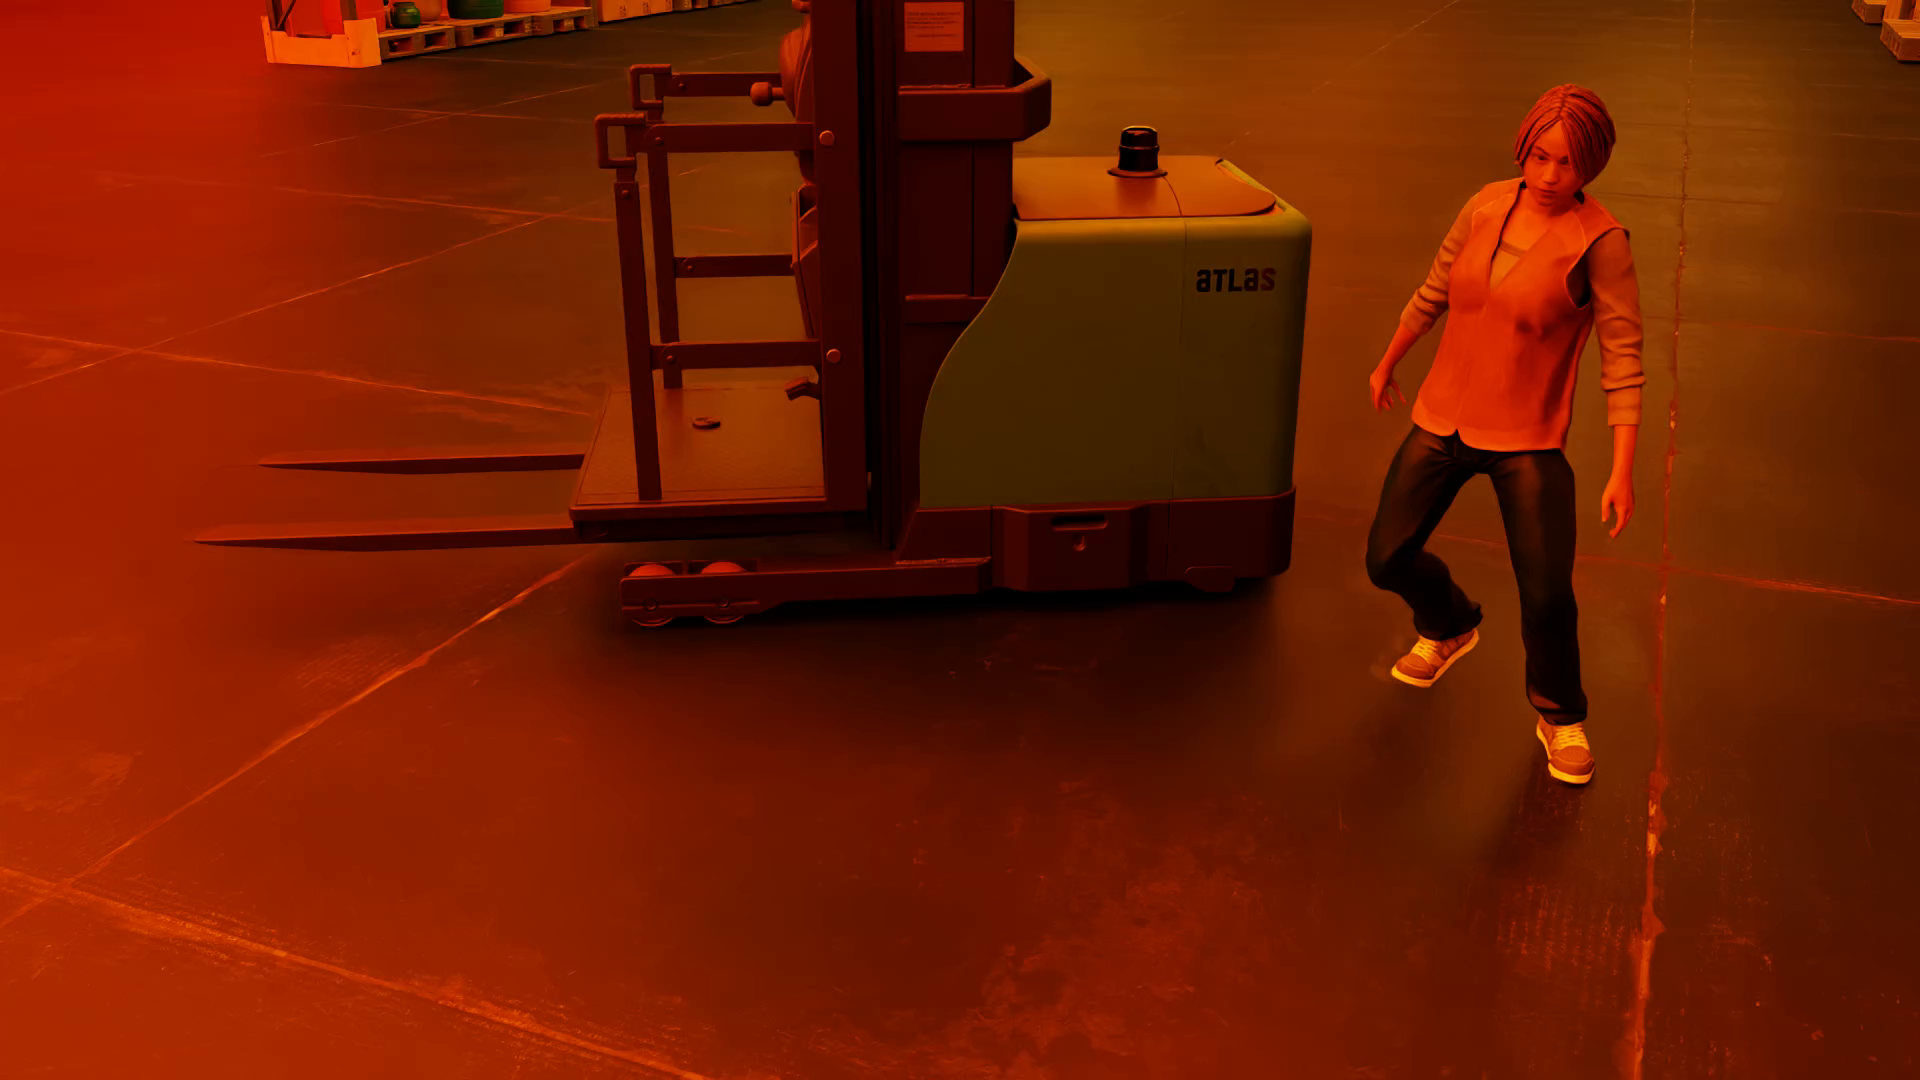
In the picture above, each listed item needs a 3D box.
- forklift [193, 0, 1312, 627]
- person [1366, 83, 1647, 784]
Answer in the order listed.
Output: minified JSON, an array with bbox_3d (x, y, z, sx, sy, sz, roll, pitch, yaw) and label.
[{"bbox_3d":[-0.608,-1.330,4.473,3.031,2.935,1.130,-2,23,-5],"label":"forklift"},{"bbox_3d":[1.221,-0.261,3.768,0.444,1.518,0.744,-18,29,-37],"label":"person"}]
